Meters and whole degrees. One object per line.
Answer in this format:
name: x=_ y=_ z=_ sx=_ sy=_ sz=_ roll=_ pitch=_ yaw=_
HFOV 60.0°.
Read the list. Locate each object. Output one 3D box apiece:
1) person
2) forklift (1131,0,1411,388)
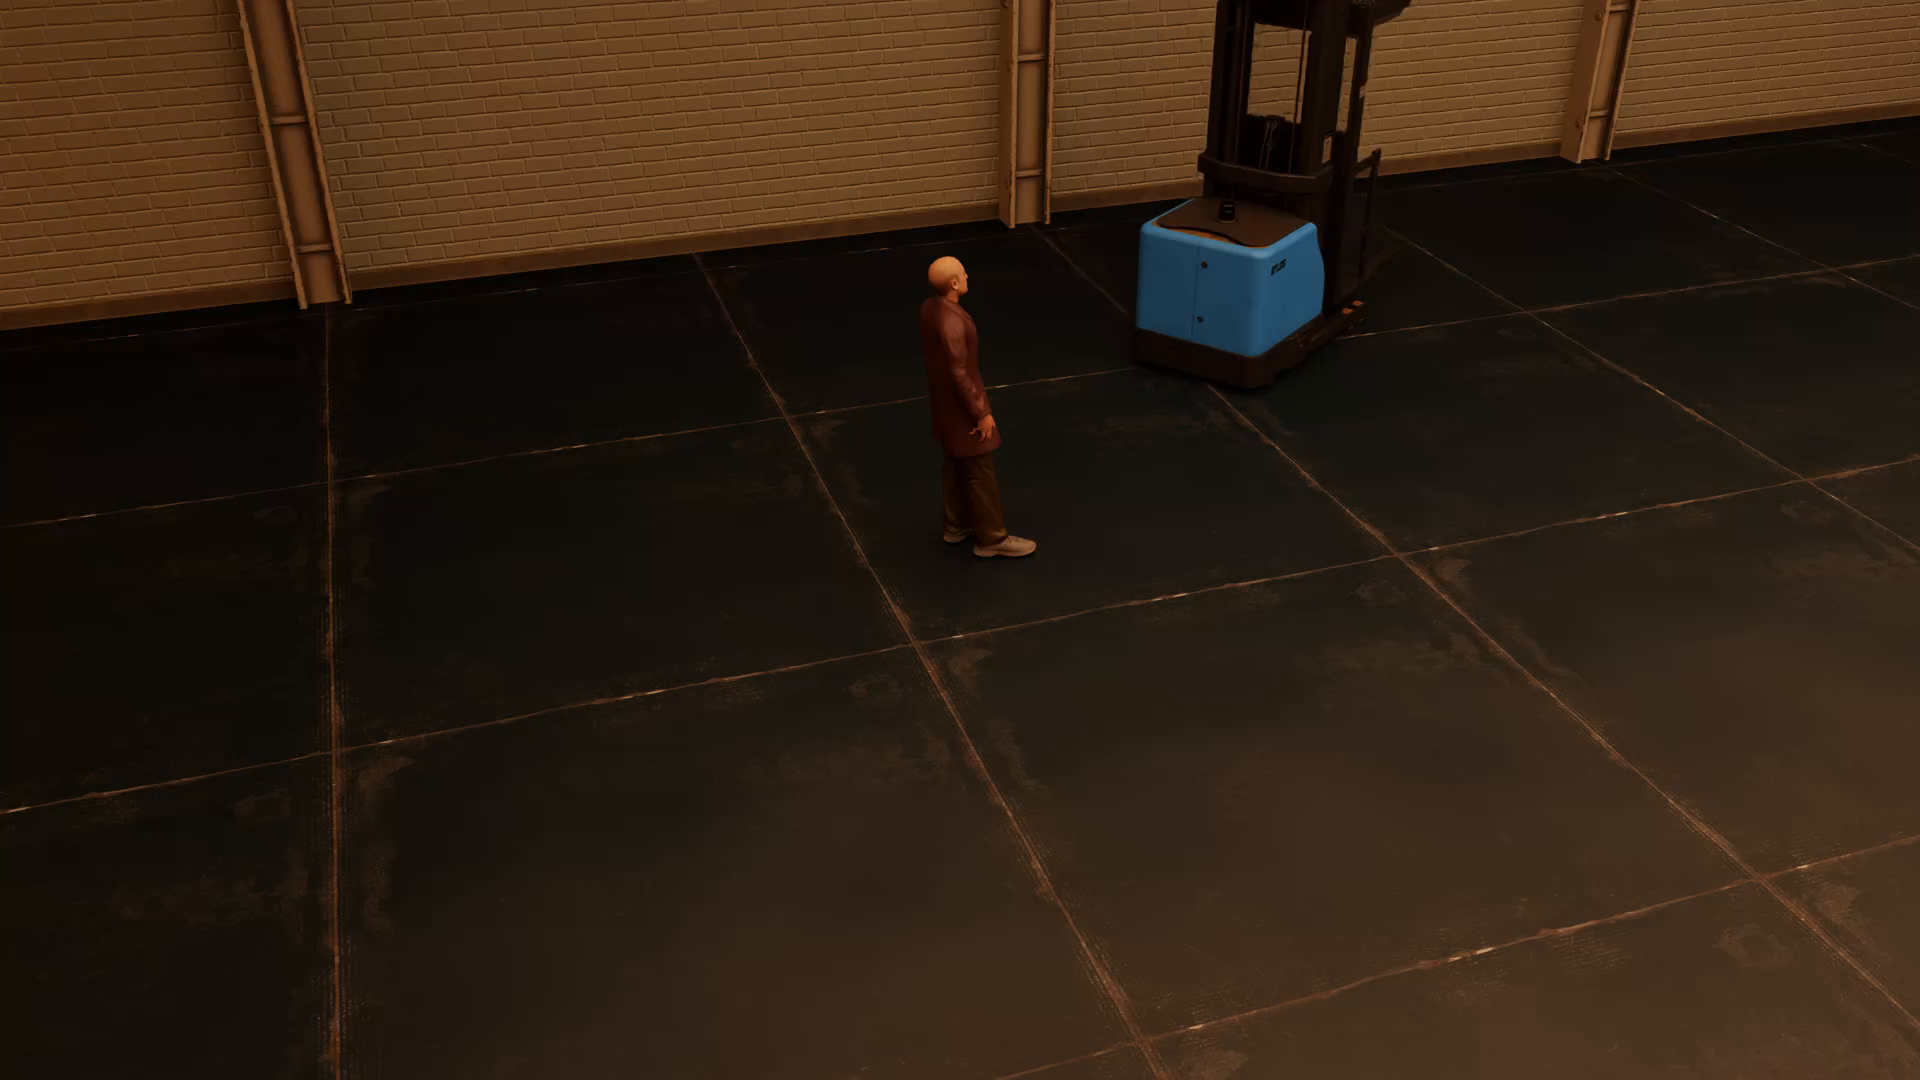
person: x=0.088 y=-0.789 z=9.600 sx=0.582 sy=1.776 sz=0.694 roll=-10 pitch=31 yaw=-16
forklift: x=2.534 y=-3.020 z=12.336 sx=1.130 sy=2.935 sz=3.031 roll=20 pitch=35 yaw=31
